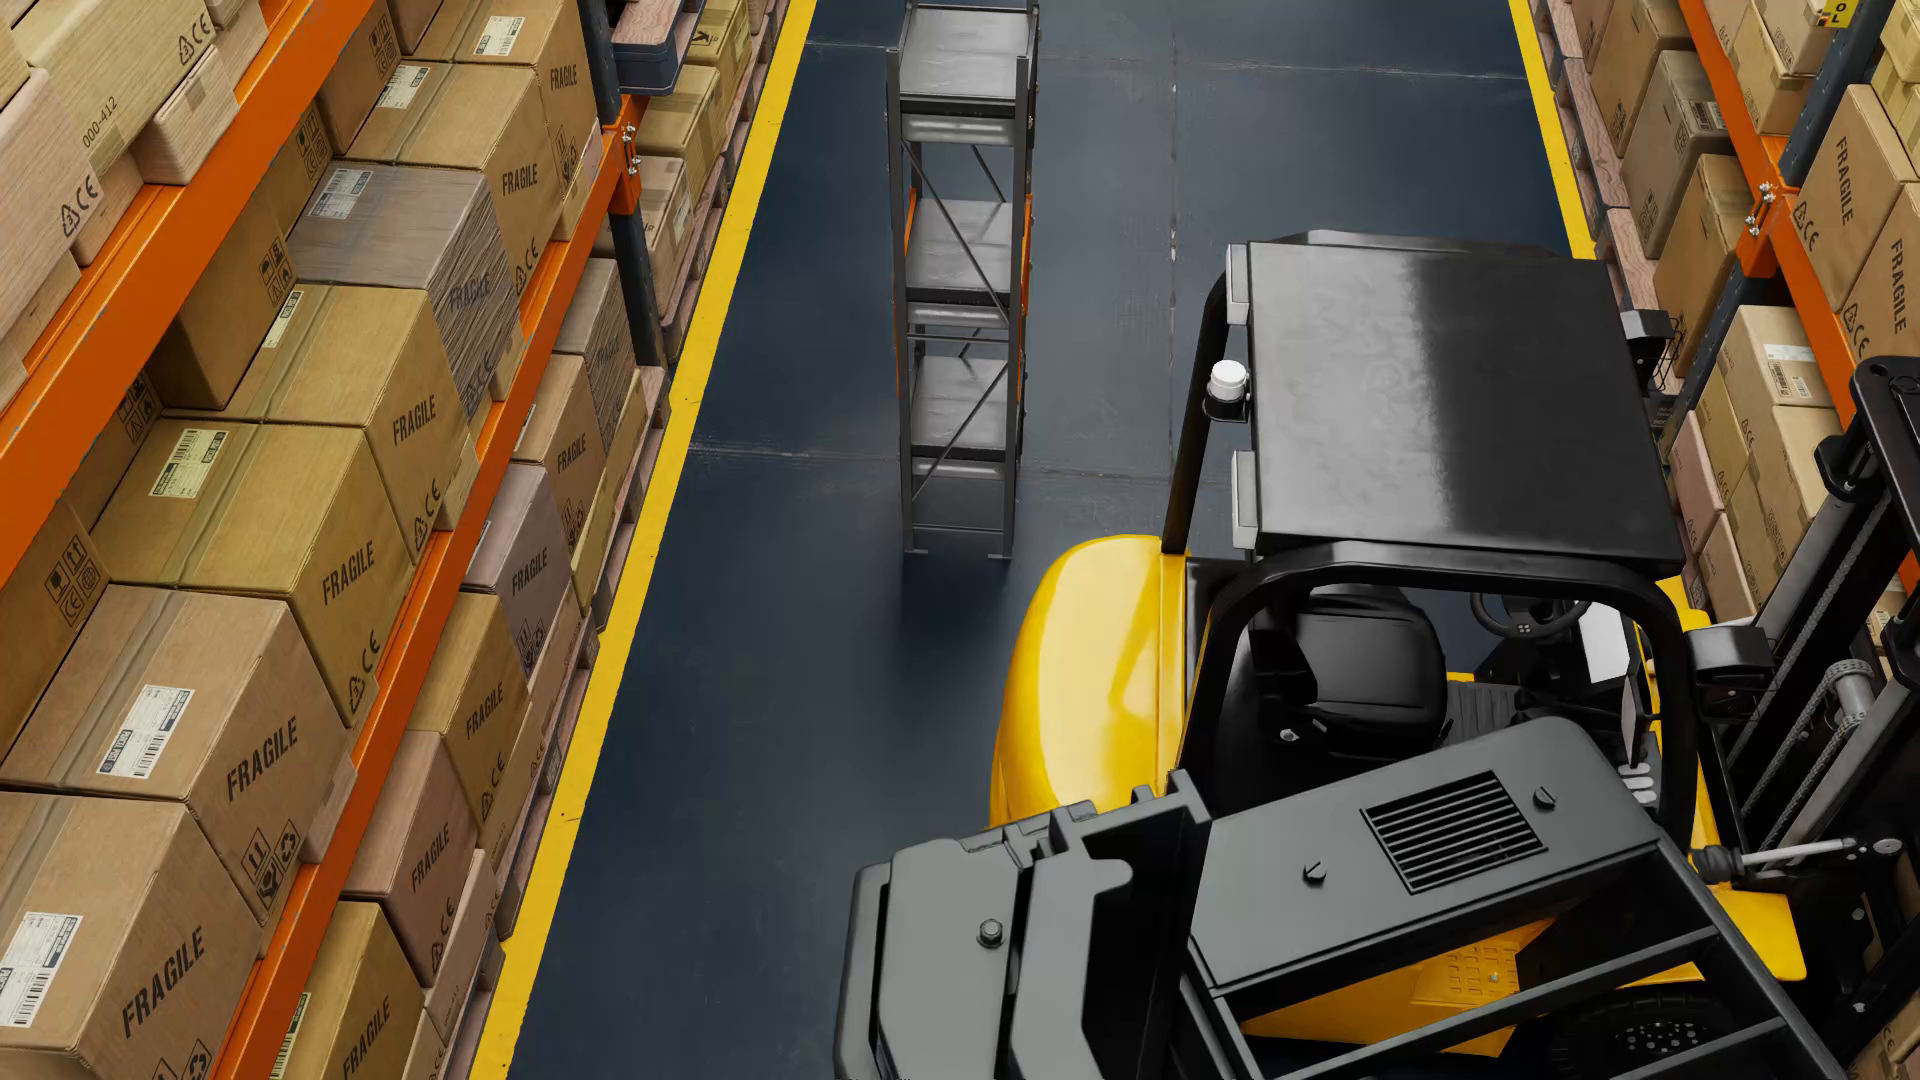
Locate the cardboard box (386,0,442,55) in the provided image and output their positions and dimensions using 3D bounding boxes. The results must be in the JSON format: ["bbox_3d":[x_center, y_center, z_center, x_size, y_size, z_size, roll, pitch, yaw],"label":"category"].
[{"bbox_3d":[-1.947,-1.804,4.920,0.700,0.500,0.500,3,48,3],"label":"cardboard box"}]

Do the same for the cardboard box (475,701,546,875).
[{"bbox_3d":[-1.615,0.734,5.125,0.500,0.250,0.500,7,48,6],"label":"cardboard box"}]

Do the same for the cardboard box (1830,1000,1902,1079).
[{"bbox_3d":[2.725,1.317,4.591,0.500,0.250,0.500,4,48,4],"label":"cardboard box"}]

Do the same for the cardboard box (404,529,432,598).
[{"bbox_3d":[-1.628,0.006,4.382,0.380,0.149,0.250,3,48,2],"label":"cardboard box"}]

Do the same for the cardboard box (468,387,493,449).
[{"bbox_3d":[-1.559,-0.367,4.723,0.380,0.149,0.250,3,48,3],"label":"cardboard box"}]

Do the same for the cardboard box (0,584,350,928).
[{"bbox_3d":[-1.692,0.454,3.533,0.500,0.500,0.500,5,48,5],"label":"cardboard box"}]

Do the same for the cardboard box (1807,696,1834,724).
[{"bbox_3d":[2.800,0.381,5.109,0.500,0.250,0.500,4,48,3],"label":"cardboard box"}]

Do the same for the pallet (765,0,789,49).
[{"bbox_3d":[-1.399,-3.065,8.910,1.003,0.211,1.213,4,48,4],"label":"pallet"}]

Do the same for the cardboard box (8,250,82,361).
[{"bbox_3d":[-1.711,-0.426,2.744,0.380,0.149,0.250,4,48,3],"label":"cardboard box"}]

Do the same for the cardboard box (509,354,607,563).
[{"bbox_3d":[-1.522,-0.281,5.545,0.500,0.500,0.500,5,48,4],"label":"cardboard box"}]

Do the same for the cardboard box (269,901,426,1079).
[{"bbox_3d":[-1.705,1.240,4.154,0.500,0.500,0.500,2,48,2],"label":"cardboard box"}]

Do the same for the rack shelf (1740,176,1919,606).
[{"bbox_3d":[3.070,0.402,4.337,1.077,0.370,4.000,4,48,4],"label":"rack shelf"}]

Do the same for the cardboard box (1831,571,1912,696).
[{"bbox_3d":[2.805,0.215,4.922,0.500,0.250,0.500,5,48,5],"label":"cardboard box"}]

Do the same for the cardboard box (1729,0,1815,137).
[{"bbox_3d":[3.038,-1.647,5.825,0.500,0.250,0.500,5,48,4],"label":"cardboard box"}]

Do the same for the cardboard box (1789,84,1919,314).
[{"bbox_3d":[2.952,-1.035,5.096,0.500,0.500,0.500,3,48,2],"label":"cardboard box"}]

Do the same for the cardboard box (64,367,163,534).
[{"bbox_3d":[-2.229,-0.316,3.560,0.700,0.500,0.500,3,48,3],"label":"cardboard box"}]

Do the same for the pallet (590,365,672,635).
[{"bbox_3d":[-1.717,-0.204,6.294,1.003,0.211,1.213,4,48,4],"label":"pallet"}]

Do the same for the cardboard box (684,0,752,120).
[{"bbox_3d":[-1.522,-2.321,7.836,0.950,0.372,0.625,5,48,5],"label":"cardboard box"}]

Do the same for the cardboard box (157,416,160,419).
[{"bbox_3d":[-2.116,-0.359,4.277,0.500,0.500,0.500,4,48,4],"label":"cardboard box"}]

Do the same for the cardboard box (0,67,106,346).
[{"bbox_3d":[-1.689,-0.485,2.528,0.500,0.250,0.500,3,48,3],"label":"cardboard box"}]

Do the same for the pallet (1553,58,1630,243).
[{"bbox_3d":[3.389,-1.812,7.764,1.003,0.211,1.213,4,48,4],"label":"pallet"}]

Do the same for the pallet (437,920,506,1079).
[{"bbox_3d":[-1.939,1.589,4.654,1.003,0.211,1.213,4,48,4],"label":"pallet"}]

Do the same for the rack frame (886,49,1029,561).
[{"bbox_3d":[-0.007,-0.651,5.422,0.400,2.100,0.015,4,48,4],"label":"rack frame"}]

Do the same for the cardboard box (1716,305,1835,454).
[{"bbox_3d":[2.896,-0.527,5.600,0.500,0.250,0.500,3,48,3],"label":"cardboard box"}]

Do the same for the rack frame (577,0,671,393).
[{"bbox_3d":[-1.691,-1.641,5.718,1.000,3.000,0.127,4,48,4],"label":"rack frame"}]

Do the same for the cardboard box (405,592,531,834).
[{"bbox_3d":[-1.608,0.487,4.842,0.500,0.500,0.500,5,48,4],"label":"cardboard box"}]

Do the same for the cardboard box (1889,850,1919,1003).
[{"bbox_3d":[2.696,0.972,4.230,0.500,0.250,0.500,4,48,4],"label":"cardboard box"}]

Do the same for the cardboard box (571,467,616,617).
[{"bbox_3d":[-1.516,-0.010,5.805,0.500,0.250,0.500,3,48,2],"label":"cardboard box"}]

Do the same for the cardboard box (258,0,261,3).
[{"bbox_3d":[-1.652,-1.187,3.440,0.380,0.149,0.250,3,48,3],"label":"cardboard box"}]

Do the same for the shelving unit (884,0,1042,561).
[{"bbox_3d":[0.015,-0.830,5.586,0.431,2.100,0.503,4,48,4],"label":"shelving unit"}]

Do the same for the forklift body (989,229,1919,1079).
[{"bbox_3d":[1.244,0.400,4.427,2.313,2.155,1.214,4,48,4],"label":"forklift body"}]

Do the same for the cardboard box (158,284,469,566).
[{"bbox_3d":[-1.609,-0.295,4.218,0.500,0.500,0.500,3,48,3],"label":"cardboard box"}]

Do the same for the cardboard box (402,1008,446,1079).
[{"bbox_3d":[-1.707,1.510,4.415,0.500,0.250,0.500,4,48,3],"label":"cardboard box"}]

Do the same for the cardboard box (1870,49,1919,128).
[{"bbox_3d":[2.962,-1.346,4.941,0.380,0.149,0.250,3,48,3],"label":"cardboard box"}]

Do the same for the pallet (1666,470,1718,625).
[{"bbox_3d":[3.138,0.213,5.912,1.003,0.211,1.213,4,48,4],"label":"pallet"}]

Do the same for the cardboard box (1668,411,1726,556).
[{"bbox_3d":[2.879,-0.191,5.970,0.500,0.250,0.500,4,48,4],"label":"cardboard box"}]

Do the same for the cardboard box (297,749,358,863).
[{"bbox_3d":[-1.636,0.588,3.850,0.380,0.149,0.250,5,48,4],"label":"cardboard box"}]

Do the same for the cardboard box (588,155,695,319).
[{"bbox_3d":[-1.646,-1.281,6.886,0.950,0.372,0.625,4,48,4],"label":"cardboard box"}]

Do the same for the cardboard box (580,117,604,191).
[{"bbox_3d":[-1.417,-1.300,5.576,0.380,0.149,0.250,3,48,3],"label":"cardboard box"}]

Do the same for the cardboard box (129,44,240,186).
[{"bbox_3d":[-1.588,-0.801,3.087,0.380,0.149,0.250,4,48,4],"label":"cardboard box"}]

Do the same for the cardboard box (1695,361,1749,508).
[{"bbox_3d":[2.901,-0.358,5.784,0.500,0.250,0.500,4,48,3],"label":"cardboard box"}]

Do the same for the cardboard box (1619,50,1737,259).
[{"bbox_3d":[3.367,-1.604,7.009,0.875,0.625,0.625,3,48,3],"label":"cardboard box"}]

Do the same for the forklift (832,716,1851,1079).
[{"bbox_3d":[0.711,1.447,2.940,3.031,2.935,1.130,-14,49,-13],"label":"forklift"}]

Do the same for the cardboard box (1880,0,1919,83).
[{"bbox_3d":[2.928,-1.449,4.833,0.380,0.149,0.250,5,48,4],"label":"cardboard box"}]

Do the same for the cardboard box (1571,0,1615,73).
[{"bbox_3d":[3.495,-2.651,7.967,0.875,0.625,0.625,5,48,5],"label":"cardboard box"}]

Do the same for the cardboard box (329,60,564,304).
[{"bbox_3d":[-1.524,-1.053,4.911,0.500,0.500,0.500,5,48,5],"label":"cardboard box"}]

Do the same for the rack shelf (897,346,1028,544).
[{"bbox_3d":[0.015,-0.349,6.113,0.431,0.518,0.480,4,48,4],"label":"rack shelf"}]

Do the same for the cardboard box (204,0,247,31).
[{"bbox_3d":[-1.600,-1.241,3.220,0.500,0.250,0.500,5,48,4],"label":"cardboard box"}]

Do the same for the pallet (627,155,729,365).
[{"bbox_3d":[-1.621,-1.272,7.270,1.003,0.211,1.213,4,48,4],"label":"pallet"}]

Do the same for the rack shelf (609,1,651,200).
[{"bbox_3d":[-1.509,-2.868,7.328,1.077,0.370,4.000,4,48,4],"label":"rack shelf"}]

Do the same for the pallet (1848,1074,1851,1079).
[{"bbox_3d":[2.916,2.006,4.272,1.003,0.211,1.213,4,48,4],"label":"pallet"}]

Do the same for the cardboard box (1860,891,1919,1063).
[{"bbox_3d":[2.704,1.120,4.433,0.500,0.250,0.500,3,48,3],"label":"cardboard box"}]

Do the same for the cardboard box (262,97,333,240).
[{"bbox_3d":[-2.088,-1.063,4.242,0.700,0.500,0.500,3,48,3],"label":"cardboard box"}]
